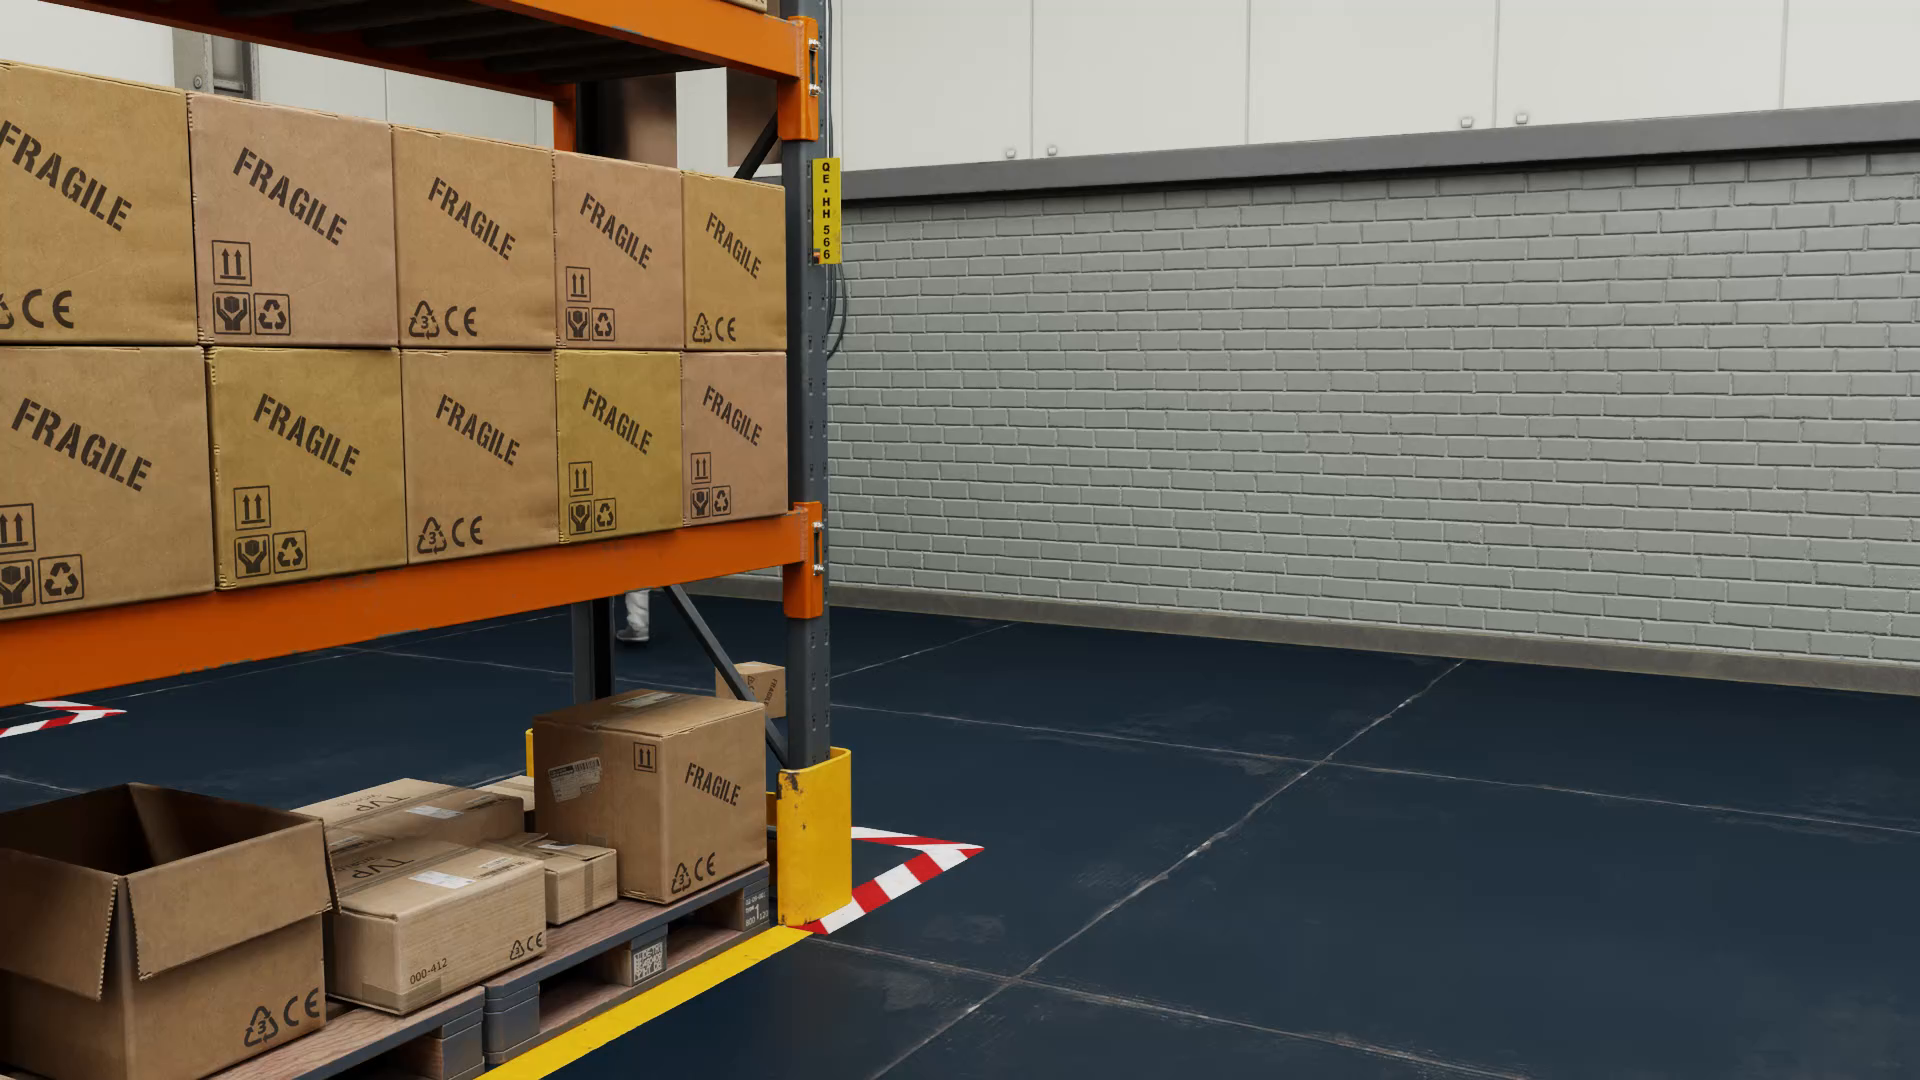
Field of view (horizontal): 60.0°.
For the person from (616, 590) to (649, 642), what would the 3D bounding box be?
[{"bbox_3d":[-2.165,-0.151,10.423,0.479,1.725,0.489,-6,9,-45],"label":"person"}]
